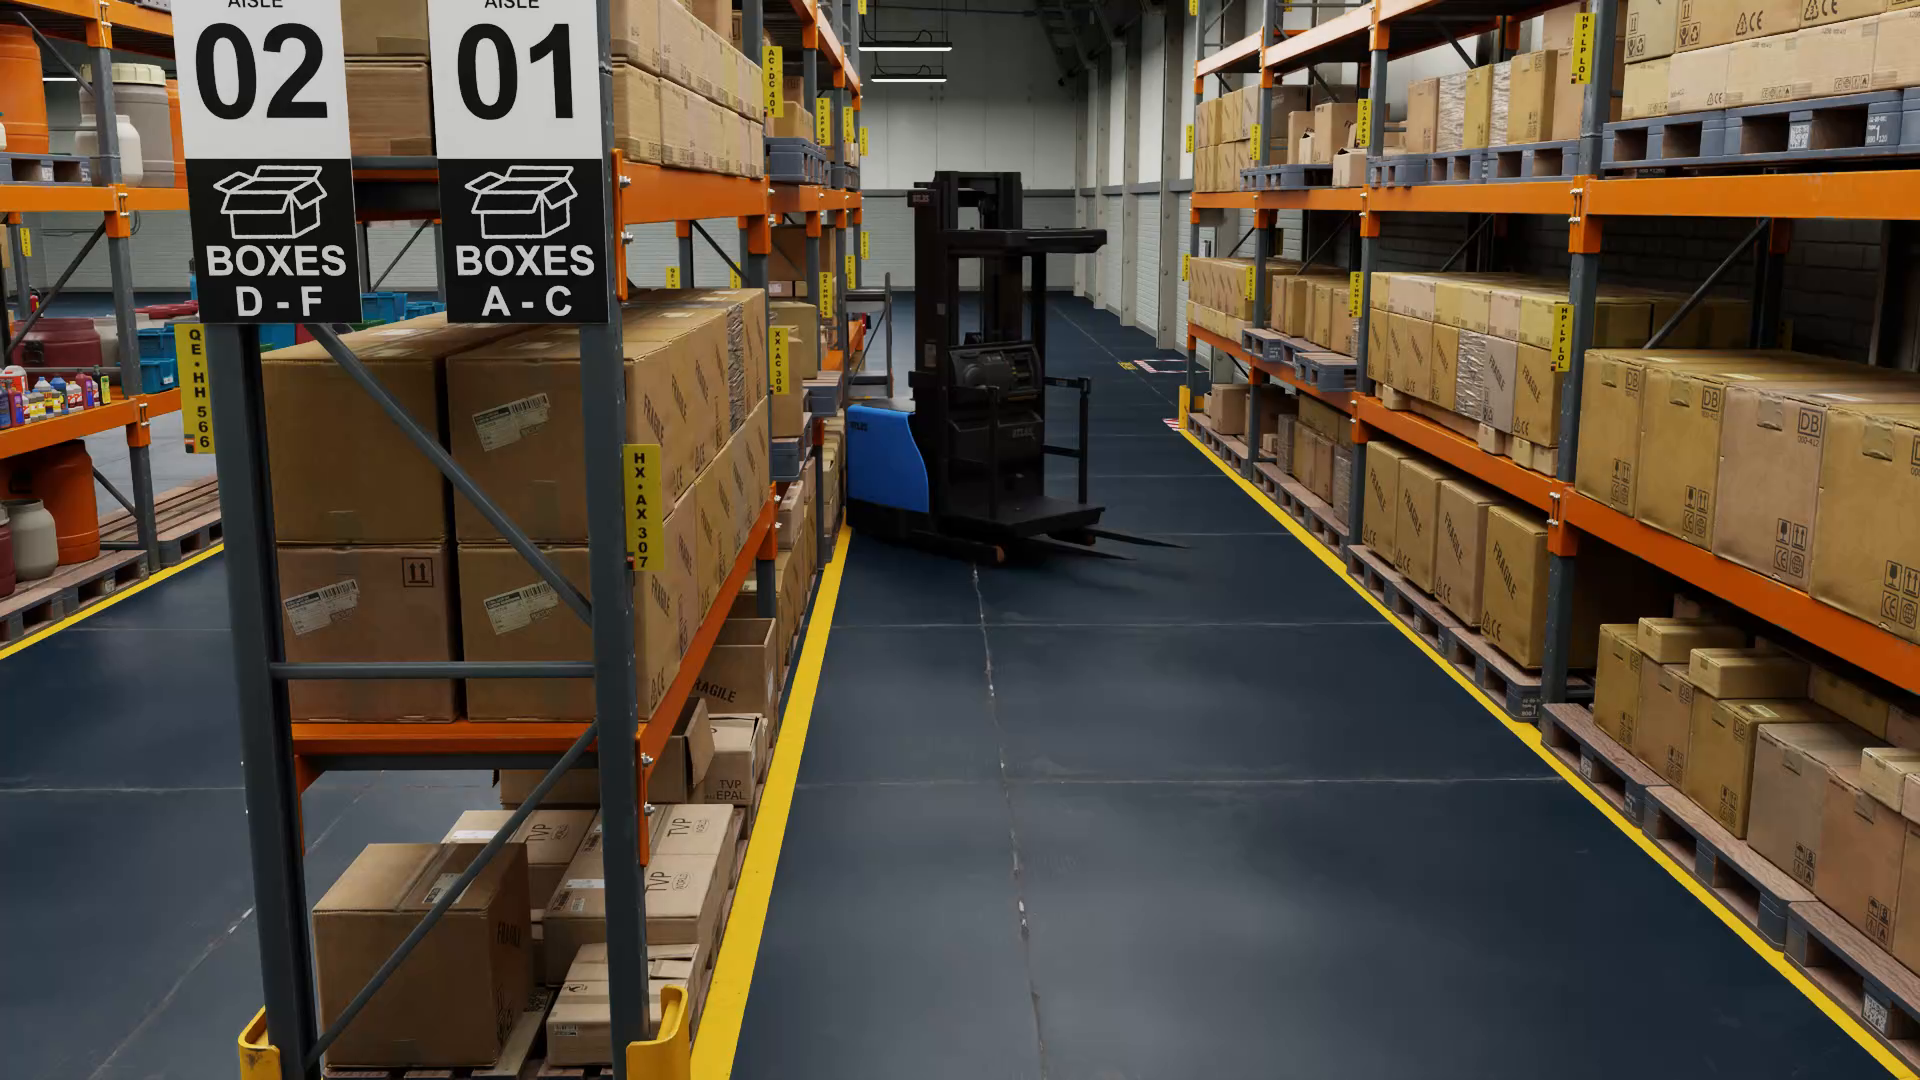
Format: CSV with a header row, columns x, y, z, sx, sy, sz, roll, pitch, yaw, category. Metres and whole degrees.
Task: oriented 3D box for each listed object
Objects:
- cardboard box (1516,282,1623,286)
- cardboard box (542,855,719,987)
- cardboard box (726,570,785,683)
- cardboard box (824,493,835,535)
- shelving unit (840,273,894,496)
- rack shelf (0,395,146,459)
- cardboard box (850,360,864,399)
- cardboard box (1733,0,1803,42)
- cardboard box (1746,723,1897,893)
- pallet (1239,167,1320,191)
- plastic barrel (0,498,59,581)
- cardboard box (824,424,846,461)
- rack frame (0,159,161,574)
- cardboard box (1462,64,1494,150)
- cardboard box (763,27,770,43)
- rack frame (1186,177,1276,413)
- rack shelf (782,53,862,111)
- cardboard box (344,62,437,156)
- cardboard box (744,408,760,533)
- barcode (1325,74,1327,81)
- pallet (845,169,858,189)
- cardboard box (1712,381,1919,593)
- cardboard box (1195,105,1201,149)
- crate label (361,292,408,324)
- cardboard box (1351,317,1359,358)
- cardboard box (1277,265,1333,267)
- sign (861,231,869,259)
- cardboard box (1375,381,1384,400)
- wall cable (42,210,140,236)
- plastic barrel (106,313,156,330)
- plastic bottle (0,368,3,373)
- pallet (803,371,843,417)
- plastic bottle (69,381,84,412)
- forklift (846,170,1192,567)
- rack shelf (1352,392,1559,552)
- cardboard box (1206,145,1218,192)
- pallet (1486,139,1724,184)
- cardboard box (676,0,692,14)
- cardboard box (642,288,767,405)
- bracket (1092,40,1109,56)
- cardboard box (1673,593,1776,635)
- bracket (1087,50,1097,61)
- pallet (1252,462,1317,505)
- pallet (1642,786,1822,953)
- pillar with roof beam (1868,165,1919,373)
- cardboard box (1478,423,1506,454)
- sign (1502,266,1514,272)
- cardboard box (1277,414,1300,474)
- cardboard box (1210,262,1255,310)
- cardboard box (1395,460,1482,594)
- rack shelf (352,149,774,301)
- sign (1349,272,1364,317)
x,y,z,sx,sy,sz,roll,pitch,yaw,category
3.729,-1.443,10.192,0.500,0.250,0.500,-1,11,-2,cardboard box
-1.090,1.268,5.572,0.500,0.250,0.500,0,11,-1,cardboard box
-1.201,0.462,8.917,0.500,0.500,0.500,-1,11,-4,cardboard box
-1.235,-0.209,12.903,0.500,0.250,0.500,0,11,-1,cardboard box
-0.783,-1.221,14.273,0.431,2.100,0.503,-1,11,-1,shelving unit
-6.428,-0.475,10.167,1.077,0.370,4.000,0,11,-1,rack shelf
-1.339,-1.757,18.649,0.500,0.500,0.500,0,11,-1,cardboard box
3.285,-2.147,6.236,0.500,0.500,0.500,0,11,-1,cardboard box
3.465,1.005,6.291,0.700,0.500,0.500,-1,11,-3,cardboard box
3.259,-3.316,15.289,1.213,0.211,1.003,0,11,-1,pallet
-6.342,-0.003,11.231,0.421,0.512,0.421,0,11,0,plastic barrel
-1.280,-0.891,14.858,0.500,0.311,0.500,0,11,-1,cardboard box
-6.470,-1.226,12.056,1.000,3.000,0.127,0,11,-1,rack frame
3.564,-2.690,10.370,0.700,0.500,0.500,0,11,2,cardboard box
-1.504,-3.066,10.817,0.500,0.500,0.500,0,11,-1,cardboard box
3.270,-2.856,20.095,1.000,3.000,0.127,0,11,-1,rack frame
-1.641,-4.829,17.546,1.077,0.370,4.000,0,11,-1,rack shelf
-1.626,-1.152,4.528,0.500,0.250,0.500,0,11,-1,cardboard box
-1.156,-0.298,7.233,0.500,0.500,0.500,0,11,0,cardboard box
3.754,-4.741,17.059,0.001,0.075,0.075,0,11,-1,barcode
-1.694,-4.121,19.008,1.003,0.211,1.213,0,11,-1,pallet
3.547,-0.220,6.347,0.980,0.700,0.700,-1,11,-4,cardboard box
3.035,-4.798,19.303,0.500,0.500,0.500,-1,12,-5,cardboard box
-6.327,-2.468,18.093,0.502,0.435,0.616,0,11,-1,crate label
3.415,-1.624,12.663,0.700,0.500,0.500,-2,12,-8,cardboard box
3.545,-2.562,17.086,0.500,0.500,0.500,0,11,-1,cardboard box
-1.140,-3.518,19.850,0.100,0.325,0.005,0,11,-1,sign
3.210,-1.087,11.952,0.380,0.149,0.250,0,11,-2,cardboard box
-26.703,-10.564,50.809,3.097,2.526,0.112,0,11,-1,wall cable
-6.713,-1.568,13.461,0.421,0.512,0.421,0,11,0,plastic barrel
-6.784,-1.077,11.637,0.152,0.276,0.135,0,11,-1,plastic bottle
-1.433,-1.017,11.509,1.213,0.211,1.003,0,11,-1,pallet
-6.046,-0.981,11.348,0.097,0.201,0.097,0,11,0,plastic bottle
0.429,-1.346,12.819,1.130,2.935,3.031,-11,16,-42,forklift
3.476,-0.516,10.368,1.077,0.370,4.000,0,11,-1,rack shelf
3.017,-4.108,18.416,0.500,0.500,0.500,0,11,1,cardboard box
3.450,-2.029,8.955,0.805,0.209,1.217,-1,11,-3,pallet
-1.339,-2.064,5.880,0.700,0.500,0.500,0,11,-1,cardboard box
-1.165,-0.890,7.633,0.500,0.500,0.500,0,11,-1,cardboard box
3.360,-11.600,39.050,0.076,0.066,4.783,0,11,-1,bracket
3.626,0.350,7.890,0.380,0.149,0.250,0,11,-1,cardboard box
3.307,-12.112,41.574,0.235,0.232,0.430,0,11,-1,bracket
3.370,-0.540,15.690,1.003,0.211,1.213,0,11,-1,pallet
3.483,1.290,6.669,1.003,0.211,1.213,0,11,-1,pallet
0.093,-3.258,6.985,9.100,9.000,0.400,0,11,-1,pillar with roof beam
3.174,-0.578,9.445,0.380,0.149,0.250,0,11,-1,cardboard box
3.990,-1.837,12.156,0.100,0.325,0.005,0,11,-1,sign
3.384,-0.906,15.659,0.700,0.500,0.500,0,11,1,cardboard box
3.006,-2.761,18.063,0.500,0.500,0.500,0,11,1,cardboard box
3.331,-0.098,10.847,0.750,0.750,0.750,0,11,-1,cardboard box
-1.393,-1.170,6.047,1.077,0.370,4.000,0,11,-1,rack shelf
2.893,-1.791,12.129,0.100,0.325,0.005,0,11,-1,sign
